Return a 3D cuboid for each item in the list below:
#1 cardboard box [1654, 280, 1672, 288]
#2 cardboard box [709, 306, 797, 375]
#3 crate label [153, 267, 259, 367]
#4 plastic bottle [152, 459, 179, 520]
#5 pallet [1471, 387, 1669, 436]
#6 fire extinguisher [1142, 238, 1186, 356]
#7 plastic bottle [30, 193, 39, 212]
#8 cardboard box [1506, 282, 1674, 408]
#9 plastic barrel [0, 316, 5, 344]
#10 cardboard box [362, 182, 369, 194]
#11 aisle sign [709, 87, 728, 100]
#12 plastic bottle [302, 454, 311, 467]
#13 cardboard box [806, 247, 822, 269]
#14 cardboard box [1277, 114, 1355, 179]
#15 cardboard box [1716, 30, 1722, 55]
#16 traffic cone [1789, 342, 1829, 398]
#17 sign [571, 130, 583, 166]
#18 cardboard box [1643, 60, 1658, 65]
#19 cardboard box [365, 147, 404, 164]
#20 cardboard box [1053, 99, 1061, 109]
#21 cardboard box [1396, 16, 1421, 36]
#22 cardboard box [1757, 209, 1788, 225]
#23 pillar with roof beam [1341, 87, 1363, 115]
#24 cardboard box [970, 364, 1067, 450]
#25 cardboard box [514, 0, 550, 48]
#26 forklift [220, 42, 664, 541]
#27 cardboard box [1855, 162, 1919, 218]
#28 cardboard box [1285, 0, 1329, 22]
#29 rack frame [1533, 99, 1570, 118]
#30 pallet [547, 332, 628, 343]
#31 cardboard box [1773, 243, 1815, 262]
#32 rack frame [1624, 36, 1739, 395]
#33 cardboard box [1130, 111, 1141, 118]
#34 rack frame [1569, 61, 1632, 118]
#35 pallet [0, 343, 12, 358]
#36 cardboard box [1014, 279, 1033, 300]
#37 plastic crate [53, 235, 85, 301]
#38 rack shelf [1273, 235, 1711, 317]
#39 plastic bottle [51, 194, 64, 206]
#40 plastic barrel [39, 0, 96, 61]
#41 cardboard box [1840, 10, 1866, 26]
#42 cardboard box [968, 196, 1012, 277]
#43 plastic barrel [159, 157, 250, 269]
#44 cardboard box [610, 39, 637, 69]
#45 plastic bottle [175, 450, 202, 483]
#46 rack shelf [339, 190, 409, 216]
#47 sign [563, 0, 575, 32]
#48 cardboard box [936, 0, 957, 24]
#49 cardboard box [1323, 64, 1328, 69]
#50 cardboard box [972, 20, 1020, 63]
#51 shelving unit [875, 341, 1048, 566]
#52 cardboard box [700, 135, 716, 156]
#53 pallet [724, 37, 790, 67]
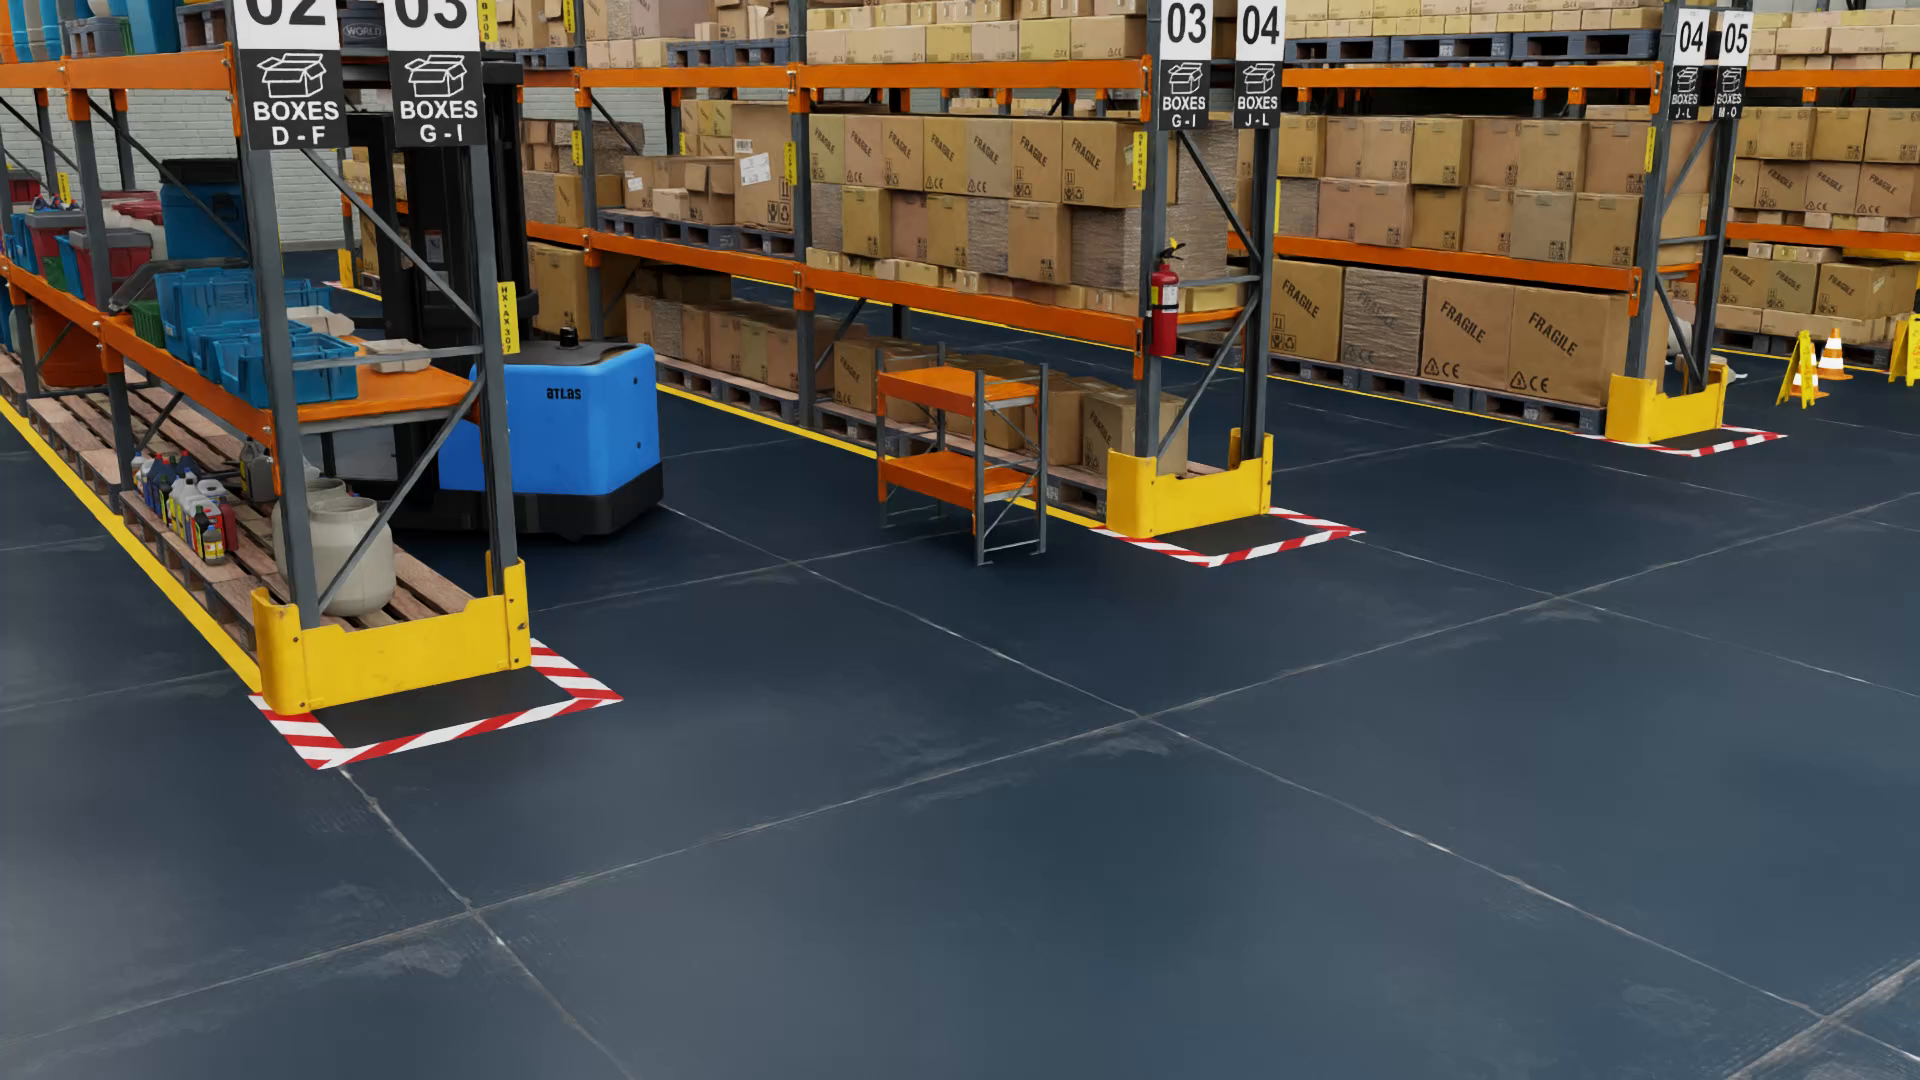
[{"bbox_3d":[7.616,-2.909,18.016,0.500,0.500,0.500,-10,18,-32],"label":"cardboard box"},{"bbox_3d":[-1.791,-1.779,14.794,0.700,0.500,0.500,-13,20,-39],"label":"cardboard box"},{"bbox_3d":[-3.808,-1.159,8.560,0.502,0.435,0.616,-11,19,-35],"label":"crate label"},{"bbox_3d":[-4.609,-0.302,9.682,0.144,0.351,0.185,-12,19,-37],"label":"plastic bottle"},{"bbox_3d":[5.037,-1.121,13.772,1.003,0.211,1.213,-11,19,-35],"label":"pallet"},{"bbox_3d":[1.194,-1.426,9.750,0.296,0.674,0.183,-11,19,-35],"label":"fire extinguisher"},{"bbox_3d":[-8.874,-3.161,16.037,0.144,0.351,0.185,-11,19,-35],"label":"plastic bottle"},{"bbox_3d":[5.119,-1.620,13.541,0.875,0.875,0.875,-11,19,-34],"label":"cardboard box"},{"bbox_3d":[-9.257,-2.424,16.432,0.600,0.901,0.708,-11,19,-35],"label":"plastic barrel"},{"bbox_3d":[-7.509,-4.563,21.541,0.380,0.149,0.250,-11,19,-35],"label":"cardboard box"},{"bbox_3d":[-3.637,-7.040,25.192,0.394,0.787,0.004,-11,19,-35],"label":"aisle sign"},{"bbox_3d":[-3.944,-0.376,9.954,0.144,0.351,0.185,-11,19,-35],"label":"plastic bottle"},{"bbox_3d":[-0.969,-2.200,12.906,0.380,0.149,0.250,-11,19,-35],"label":"cardboard box"},{"bbox_3d":[3.408,-3.671,15.476,0.875,0.550,0.550,-11,19,-35],"label":"cardboard box"},{"bbox_3d":[7.796,-5.115,17.122,0.500,0.250,0.500,-11,19,-34],"label":"cardboard box"},{"bbox_3d":[7.521,-1.521,14.755,0.336,0.463,0.334,-11,19,-35],"label":"traffic cone"},{"bbox_3d":[-3.651,-3.739,15.862,0.100,0.325,0.005,-11,19,-35],"label":"sign"},{"bbox_3d":[7.492,-5.072,17.720,0.380,0.149,0.250,-11,19,-34],"label":"cardboard box"},{"bbox_3d":[-7.241,-5.048,21.137,0.500,0.500,0.500,-11,19,-36],"label":"cardboard box"},{"bbox_3d":[1.652,-6.699,25.557,0.380,0.149,0.250,-11,19,-35],"label":"cardboard box"},{"bbox_3d":[3.908,-4.336,14.045,0.380,0.149,0.250,-11,19,-34],"label":"cardboard box"},{"bbox_3d":[8.314,-3.285,16.873,0.380,0.149,0.250,-11,19,-35],"label":"cardboard box"},{"bbox_3d":[3.310,-8.945,25.712,9.100,9.000,0.400,-11,19,-35],"label":"pillar with roof beam"},{"bbox_3d":[0.414,-0.951,11.808,0.500,0.500,0.500,-9,18,-29],"label":"cardboard box"},{"bbox_3d":[-4.200,-5.255,16.926,0.500,0.500,0.500,-10,18,-32],"label":"cardboard box"},{"bbox_3d":[-3.491,-1.573,10.271,3.031,2.935,1.130,3,16,9],"label":"forklift"},{"bbox_3d":[8.973,-3.362,15.926,0.500,0.500,0.500,-11,19,-36],"label":"cardboard box"},{"bbox_3d":[3.280,-4.782,14.921,0.500,0.250,0.500,-11,19,-34],"label":"cardboard box"},{"bbox_3d":[8.824,-5.577,24.770,1.000,3.000,0.127,-11,19,-35],"label":"rack frame"},{"bbox_3d":[-3.607,-2.103,17.358,1.003,0.211,1.213,-11,19,-35],"label":"pallet"},{"bbox_3d":[8.418,-2.901,16.757,0.380,0.149,0.250,-10,18,-34],"label":"cardboard box"},{"bbox_3d":[5.571,-2.308,12.825,1.000,3.000,0.127,-11,19,-35],"label":"rack frame"},{"bbox_3d":[2.807,-5.947,24.040,0.500,0.500,0.500,-11,19,-35],"label":"cardboard box"},{"bbox_3d":[7.164,-3.952,18.832,1.000,3.000,0.127,-11,19,-35],"label":"rack frame"},{"bbox_3d":[-9.143,-1.837,16.387,1.003,0.211,1.213,-11,19,-35],"label":"pallet"},{"bbox_3d":[0.582,-1.681,11.013,0.380,0.149,0.250,-11,19,-35],"label":"cardboard box"},{"bbox_3d":[-5.759,-1.824,11.089,0.392,0.384,0.575,-11,19,-35],"label":"plastic crate"},{"bbox_3d":[4.395,-2.388,14.480,1.077,0.370,4.000,-11,19,-35],"label":"rack shelf"},{"bbox_3d":[-8.649,-3.144,15.975,0.144,0.351,0.185,-11,19,-35],"label":"plastic bottle"},{"bbox_3d":[-5.333,-3.408,10.214,0.600,0.901,0.708,-11,19,-35],"label":"plastic barrel"},{"bbox_3d":[8.685,-5.009,15.978,0.380,0.149,0.250,-11,19,-34],"label":"cardboard box"},{"bbox_3d":[0.548,-2.074,11.220,0.875,0.500,0.500,-11,19,-35],"label":"cardboard box"},{"bbox_3d":[-4.841,-2.016,10.810,0.600,0.901,0.708,-11,19,-35],"label":"plastic barrel"},{"bbox_3d":[-2.832,-4.392,15.044,0.500,0.250,0.500,-10,18,-33],"label":"cardboard box"},{"bbox_3d":[-4.603,-0.365,9.911,0.144,0.351,0.185,-11,19,-35],"label":"plastic bottle"},{"bbox_3d":[-6.732,-4.202,21.108,1.077,0.370,4.000,-11,19,-35],"label":"rack shelf"},{"bbox_3d":[-3.658,-4.917,15.549,0.100,0.325,0.005,-11,19,-35],"label":"sign"},{"bbox_3d":[0.066,-3.541,11.177,0.380,0.149,0.250,-10,18,-33],"label":"cardboard box"},{"bbox_3d":[4.859,-6.038,21.247,0.380,0.149,0.250,-11,19,-35],"label":"cardboard box"},{"bbox_3d":[0.420,-3.214,10.739,0.500,0.250,0.500,-10,18,-33],"label":"cardboard box"},{"bbox_3d":[-0.004,-0.544,9.933,0.538,1.125,1.048,-11,19,-35],"label":"shelving unit"},{"bbox_3d":[-3.461,-5.667,24.345,0.500,0.500,0.500,-11,19,-34],"label":"cardboard box"},{"bbox_3d":[-1.129,-3.918,13.382,1.213,0.211,1.003,-11,19,-35],"label":"pallet"}]
